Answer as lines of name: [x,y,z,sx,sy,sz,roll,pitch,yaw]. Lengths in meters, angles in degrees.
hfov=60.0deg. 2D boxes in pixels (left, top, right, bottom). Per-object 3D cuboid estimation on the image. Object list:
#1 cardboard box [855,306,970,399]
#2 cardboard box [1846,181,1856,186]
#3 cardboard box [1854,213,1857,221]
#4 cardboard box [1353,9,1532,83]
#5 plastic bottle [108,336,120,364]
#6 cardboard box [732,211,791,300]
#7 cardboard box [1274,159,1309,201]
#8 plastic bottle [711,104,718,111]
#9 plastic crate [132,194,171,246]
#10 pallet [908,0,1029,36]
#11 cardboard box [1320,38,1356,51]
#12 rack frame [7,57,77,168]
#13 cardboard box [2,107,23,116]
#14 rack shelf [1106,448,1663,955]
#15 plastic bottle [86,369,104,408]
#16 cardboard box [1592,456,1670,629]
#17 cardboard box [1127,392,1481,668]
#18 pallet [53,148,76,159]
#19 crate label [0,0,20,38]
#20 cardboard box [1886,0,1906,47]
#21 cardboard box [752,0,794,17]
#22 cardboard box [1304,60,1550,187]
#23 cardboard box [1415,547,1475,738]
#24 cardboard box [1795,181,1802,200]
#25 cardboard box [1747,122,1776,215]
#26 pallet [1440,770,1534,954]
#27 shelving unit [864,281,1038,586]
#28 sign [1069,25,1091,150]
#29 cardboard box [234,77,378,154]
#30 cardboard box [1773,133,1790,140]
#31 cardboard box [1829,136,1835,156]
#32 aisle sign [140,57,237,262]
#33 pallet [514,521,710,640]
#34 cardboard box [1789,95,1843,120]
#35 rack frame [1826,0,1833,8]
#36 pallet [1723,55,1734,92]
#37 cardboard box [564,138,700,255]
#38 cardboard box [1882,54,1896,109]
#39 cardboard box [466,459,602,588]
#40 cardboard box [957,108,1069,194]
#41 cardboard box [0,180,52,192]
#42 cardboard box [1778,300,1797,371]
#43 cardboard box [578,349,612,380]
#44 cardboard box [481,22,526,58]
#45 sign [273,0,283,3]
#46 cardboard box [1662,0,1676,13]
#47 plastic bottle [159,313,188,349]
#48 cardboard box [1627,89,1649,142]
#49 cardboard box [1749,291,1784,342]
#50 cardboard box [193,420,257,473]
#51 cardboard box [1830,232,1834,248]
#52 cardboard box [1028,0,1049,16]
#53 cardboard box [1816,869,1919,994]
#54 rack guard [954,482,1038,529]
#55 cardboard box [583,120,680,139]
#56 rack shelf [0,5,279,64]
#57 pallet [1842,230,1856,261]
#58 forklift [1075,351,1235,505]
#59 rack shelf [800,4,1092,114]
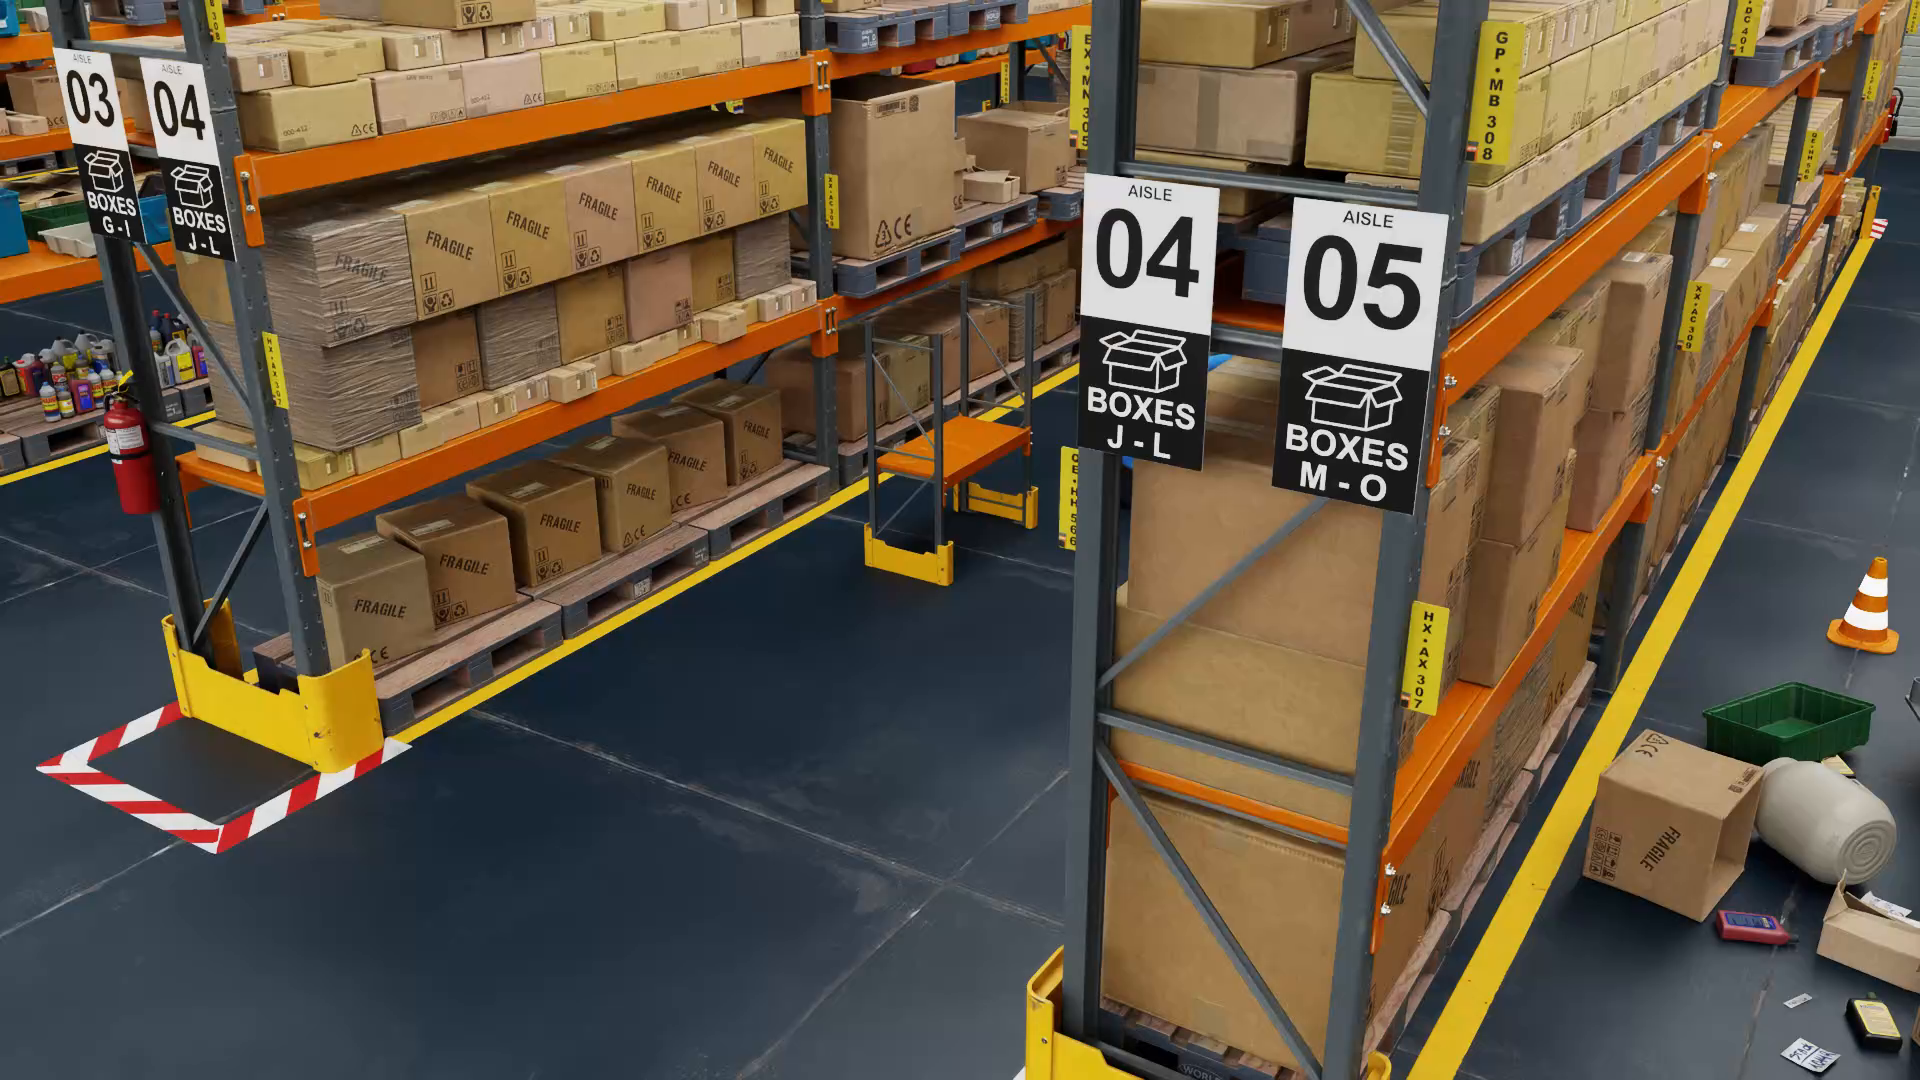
cardboard box: [-0.347,-1.388,12.272,0.700,0.500,0.500,11,26,24]
cardboard box: [8.994,-3.614,17.133,0.380,0.149,0.250,14,27,30]
cardboard box: [8.930,-3.368,16.940,0.380,0.149,0.250,13,26,27]
cardboard box: [1.245,-1.272,4.296,0.380,0.149,0.250,14,27,30]
plastic bottle: [-6.460,-1.481,12.762,0.061,0.283,0.133,15,28,31]
cardboard box: [-1.541,-1.828,10.196,0.875,0.500,0.500,14,27,29]
cardboard box: [0.820,-1.129,4.968,0.380,0.149,0.250,14,27,29]
plastic bottle: [-2.493,-4.389,16.759,0.061,0.283,0.133,14,27,29]
plastic crate: [-5.813,-2.324,12.029,0.499,0.251,0.616,14,27,29]
pallet: [-0.291,-3.611,11.277,1.213,0.211,1.003,14,27,29]
cardboard box: [1.084,-1.436,5.175,0.500,0.250,0.500,14,27,29]
rack frame: [-11.766,-6.248,20.908,1.000,3.000,0.127,14,27,29]
cardboard box: [-9.358,-4.135,16.195,0.396,0.266,0.258,13,27,28]
rack shelf: [1.854,0.294,6.700,1.077,0.370,4.000,14,27,29]
plastic bottle: [-6.167,-1.084,11.859,0.097,0.271,0.097,0,23,0]
cardboard box: [3.160,-0.099,9.007,1.050,0.750,0.750,14,27,29]
cardboard box: [1.028,-0.042,5.024,0.875,0.550,0.550,14,27,29]
pallet: [-11.286,-5.219,22.040,1.003,0.211,1.213,14,27,29]
crate label: [-6.301,-3.343,10.608,0.502,0.251,0.408,14,27,29]
cardboard box: [8.941,-5.025,16.322,0.500,0.500,0.500,13,27,27]
cardboard box: [-1.178,-3.105,9.557,0.380,0.149,0.250,15,27,31]
cardboard box: [1.272,-1.153,4.521,0.500,0.250,0.500,14,27,29]
cardboard box: [1.228,0.246,5.718,0.875,0.550,0.550,14,27,29]
cardboard box: [5.989,-2.610,12.292,0.380,0.149,0.250,15,28,31]
cardboard box: [4.774,-2.416,10.671,0.700,0.500,0.500,14,27,29]
pallet: [1.799,1.223,7.160,1.003,0.211,1.213,14,27,29]
shelving unit: [-0.040,-0.663,9.893,0.587,1.500,1.083,14,27,29]
sign: [0.345,-1.226,4.515,0.100,0.325,0.005,14,27,29]
cardboard box: [-2.888,-1.850,7.162,0.500,0.250,0.500,15,27,30]
cardboard box: [5.981,-2.881,12.167,0.380,0.149,0.250,15,28,31]
cardboard box: [7.088,-3.313,13.914,0.380,0.149,0.250,13,27,28]
aisle sign: [-3.139,-1.543,6.767,0.394,0.787,0.004,14,27,29]
pallet: [-2.219,0.143,9.654,1.003,0.211,1.213,14,27,29]
cardboard box: [7.083,-3.585,13.794,0.380,0.149,0.250,15,28,31]
rack frame: [5.019,-4.814,10.043,1.000,3.000,0.127,14,27,29]
pallet: [3.351,-2.319,8.297,0.805,0.209,1.217,13,26,27]
cardboard box: [-1.782,-1.878,9.054,0.500,0.500,0.500,14,27,29]
cardboard box: [8.944,-4.565,16.519,0.500,0.500,0.500,13,27,28]
cardboard box: [-2.385,-0.103,9.331,0.500,0.500,0.500,17,29,34]
cardboard box: [0.398,-2.973,12.687,0.700,0.500,0.500,19,30,37]
cardboard box: [-9.426,-3.423,16.609,0.500,0.311,0.500,15,27,30]
cardboard box: [6.138,-1.636,12.872,0.500,0.500,0.500,13,27,28]
cardboard box: [-2.116,-0.963,9.016,0.380,0.149,0.250,14,27,29]
cardboard box: [-2.305,-2.401,7.932,0.380,0.149,0.250,13,26,27]
sign: [-4.998,-4.084,12.121,0.100,0.325,0.005,14,27,29]
cardboard box: [2.320,-1.960,5.885,0.380,0.149,0.250,13,27,28]
plastic bottle: [-6.115,-1.593,12.934,0.144,0.351,0.185,14,27,29]
cardboard box: [2.184,-1.505,5.838,0.380,0.149,0.250,14,27,29]
cardboard box: [5.588,-1.633,11.919,0.500,0.250,0.500,13,26,27]
cardboard box: [-3.387,-0.458,7.849,0.380,0.149,0.250,14,27,29]
cardboard box: [7.682,-2.722,15.072,0.380,0.149,0.250,15,28,31]
cardboard box: [0.299,-3.891,11.875,0.500,0.250,0.500,15,27,30]
cardboard box: [3.567,1.510,6.428,0.396,0.266,0.258,20,30,38]
rack guard: [0.222,-0.257,10.529,0.587,0.250,0.087,14,27,29]
cardboard box: [-1.967,-2.158,9.700,0.500,0.500,0.500,14,27,29]
rack shelf: [-6.514,-3.194,10.981,1.077,0.370,4.000,14,27,29]
pallet: [8.740,-3.189,17.350,1.003,0.211,1.213,14,27,29]
forklift: [2.299,-1.866,10.872,3.031,2.935,1.130,-13,27,-27]
rack shelf: [-0.197,-3.506,11.702,1.077,0.370,4.000,14,27,29]
